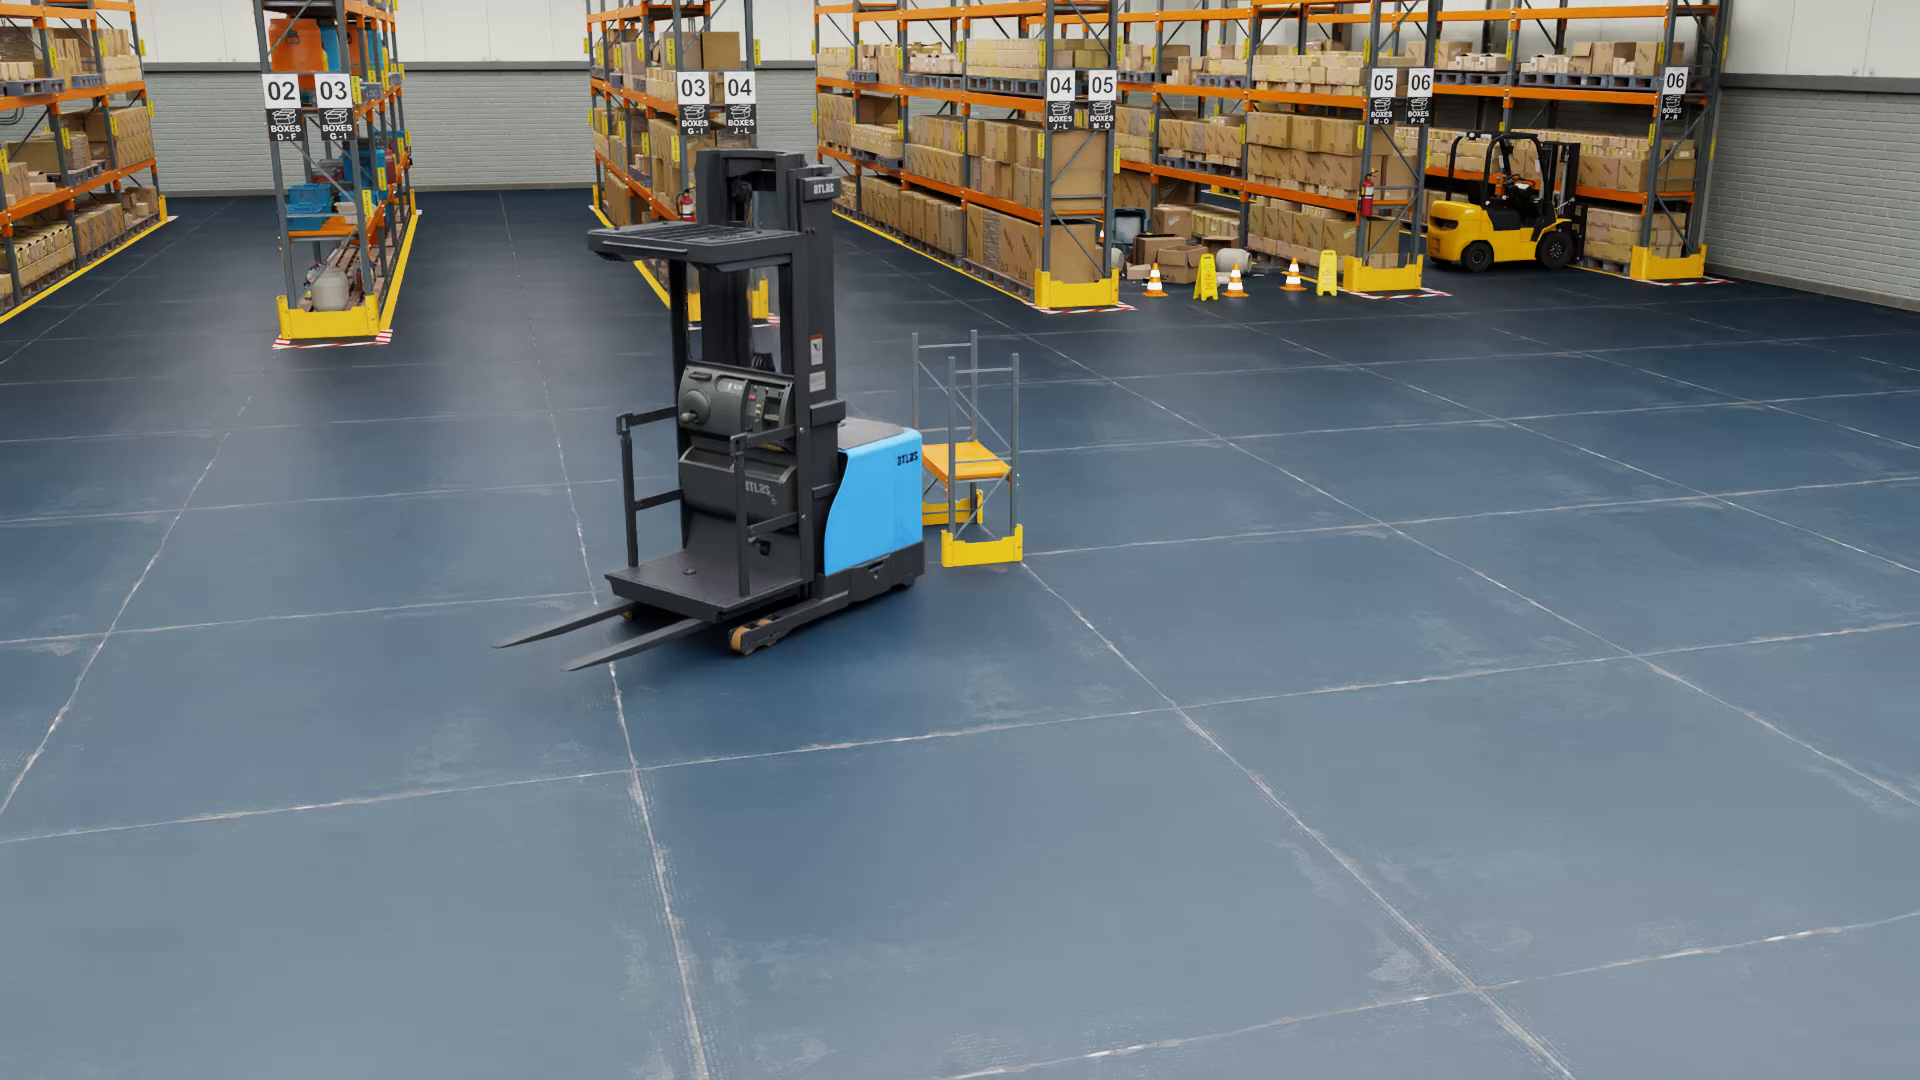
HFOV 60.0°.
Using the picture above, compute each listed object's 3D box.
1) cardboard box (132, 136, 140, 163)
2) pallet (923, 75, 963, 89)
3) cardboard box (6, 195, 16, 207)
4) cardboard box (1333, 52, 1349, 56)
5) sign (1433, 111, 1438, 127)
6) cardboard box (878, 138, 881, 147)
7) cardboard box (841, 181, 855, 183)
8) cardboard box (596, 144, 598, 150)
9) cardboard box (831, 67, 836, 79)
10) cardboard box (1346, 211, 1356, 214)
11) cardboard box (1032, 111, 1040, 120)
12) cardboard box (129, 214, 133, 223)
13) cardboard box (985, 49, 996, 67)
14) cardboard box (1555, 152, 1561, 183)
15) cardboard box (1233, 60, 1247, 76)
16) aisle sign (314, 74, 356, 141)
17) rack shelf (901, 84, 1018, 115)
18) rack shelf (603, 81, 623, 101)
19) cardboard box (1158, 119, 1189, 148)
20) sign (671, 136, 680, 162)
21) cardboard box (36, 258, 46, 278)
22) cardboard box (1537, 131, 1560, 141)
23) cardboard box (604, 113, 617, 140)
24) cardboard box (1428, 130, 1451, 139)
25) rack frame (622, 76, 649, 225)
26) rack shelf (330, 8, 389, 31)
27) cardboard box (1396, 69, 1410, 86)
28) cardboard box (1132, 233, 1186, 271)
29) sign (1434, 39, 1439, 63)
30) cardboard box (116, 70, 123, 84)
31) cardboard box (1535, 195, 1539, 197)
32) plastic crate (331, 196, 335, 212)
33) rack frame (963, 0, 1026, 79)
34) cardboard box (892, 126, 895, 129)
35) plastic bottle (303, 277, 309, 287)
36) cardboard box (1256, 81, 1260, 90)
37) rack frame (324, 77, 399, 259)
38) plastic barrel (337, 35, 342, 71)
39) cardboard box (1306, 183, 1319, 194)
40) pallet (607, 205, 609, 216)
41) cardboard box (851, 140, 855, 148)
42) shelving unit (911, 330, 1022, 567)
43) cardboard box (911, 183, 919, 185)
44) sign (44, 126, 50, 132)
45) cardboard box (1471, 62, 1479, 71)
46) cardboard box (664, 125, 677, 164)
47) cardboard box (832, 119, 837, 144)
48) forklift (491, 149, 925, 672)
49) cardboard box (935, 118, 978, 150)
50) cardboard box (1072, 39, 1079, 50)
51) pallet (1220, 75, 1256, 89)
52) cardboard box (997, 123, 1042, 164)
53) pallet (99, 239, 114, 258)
[{"bbox_3d":[-16.277,-7.583,32.309,0.500,0.500,0.500,-5,17,-16],"label":"cardboard box"},{"bbox_3d":[-0.019,-7.855,28.503,1.003,0.211,1.213,-4,17,-13],"label":"pallet"},{"bbox_3d":[-13.827,-4.880,23.921,0.380,0.149,0.250,-5,17,-15],"label":"cardboard box"},{"bbox_3d":[7.987,-10.080,34.598,0.380,0.149,0.250,-5,17,-15],"label":"cardboard box"},{"bbox_3d":[9.479,-8.404,33.203,0.100,0.325,0.005,-5,17,-15],"label":"sign"},{"bbox_3d":[-1.349,-7.531,31.500,0.380,0.149,0.250,-5,17,-15],"label":"cardboard box"},{"bbox_3d":[-2.433,-7.652,35.903,0.380,0.149,0.250,-5,18,-17],"label":"cardboard box"},{"bbox_3d":[-7.629,-8.454,35.820,0.380,0.149,0.250,-5,17,-17],"label":"cardboard box"},{"bbox_3d":[-2.452,-9.994,35.556,0.500,0.250,0.500,-5,17,-16],"label":"cardboard box"},{"bbox_3d":[6.133,-4.977,26.553,0.500,0.500,0.500,-4,17,-14],"label":"cardboard box"},{"bbox_3d":[1.983,-9.853,38.129,0.500,0.500,0.500,-5,17,-17],"label":"cardboard box"},{"bbox_3d":[-16.134,-6.178,31.964,0.380,0.166,0.250,-5,17,-15],"label":"cardboard box"},{"bbox_3d":[0.687,-7.205,24.851,0.500,0.250,0.500,-5,17,-16],"label":"cardboard box"},{"bbox_3d":[10.216,-6.320,28.104,0.500,0.500,0.500,-5,17,-16],"label":"cardboard box"},{"bbox_3d":[4.974,-8.021,28.257,0.500,0.250,0.500,-5,17,-16],"label":"cardboard box"},{"bbox_3d":[-7.616,-5.272,20.269,0.394,0.787,0.004,-5,17,-15],"label":"aisle sign"},{"bbox_3d":[-0.007,-7.531,28.345,1.077,0.370,4.000,-5,17,-15],"label":"rack shelf"},{"bbox_3d":[-5.903,-8.273,30.816,1.077,0.370,4.000,-5,17,-15],"label":"rack shelf"},{"bbox_3d":[4.076,-7.660,31.318,0.500,0.500,0.500,-5,17,-17],"label":"cardboard box"},{"bbox_3d":[-3.694,-5.083,21.596,0.100,0.325,0.005,-5,17,-15],"label":"sign"},{"bbox_3d":[-13.937,-4.039,24.734,0.500,0.250,0.500,-5,18,-17],"label":"cardboard box"},{"bbox_3d":[10.057,-6.873,28.302,0.380,0.149,0.250,-4,17,-14],"label":"cardboard box"},{"bbox_3d":[-6.836,-8.270,33.210,0.500,0.500,0.500,-4,17,-14],"label":"cardboard box"},{"bbox_3d":[9.115,-7.696,31.556,0.380,0.149,0.250,-4,17,-14],"label":"cardboard box"},{"bbox_3d":[-5.354,-6.628,29.303,1.000,3.000,0.127,-5,17,-15],"label":"rack frame"},{"bbox_3d":[-10.666,-9.127,29.139,1.077,0.370,4.000,-5,17,-15],"label":"rack shelf"},{"bbox_3d":[6.491,-6.866,24.624,0.500,0.250,0.500,-5,17,-16],"label":"cardboard box"},{"bbox_3d":[3.191,-4.612,26.694,0.797,0.637,0.503,-5,17,-15],"label":"cardboard box"},{"bbox_3d":[6.895,-7.097,24.130,0.100,0.325,0.005,-5,17,-15],"label":"sign"},{"bbox_3d":[-16.144,-8.748,31.407,0.500,0.250,0.500,-5,17,-15],"label":"cardboard box"},{"bbox_3d":[10.367,-5.941,29.326,0.500,0.250,0.500,-4,17,-14],"label":"cardboard box"},{"bbox_3d":[-8.915,-4.631,23.022,0.450,0.188,0.662,-5,17,-15],"label":"plastic crate"},{"bbox_3d":[0.542,-8.759,25.968,1.000,3.000,0.127,-5,17,-15],"label":"rack frame"},{"bbox_3d":[-1.142,-8.150,33.043,0.380,0.149,0.250,-5,17,-15],"label":"cardboard box"},{"bbox_3d":[-8.893,-3.437,22.638,0.061,0.283,0.133,-4,17,-14],"label":"plastic bottle"},{"bbox_3d":[5.122,-7.514,27.477,0.380,0.149,0.250,-5,17,-16],"label":"cardboard box"},{"bbox_3d":[-10.116,-6.236,27.999,1.000,3.000,0.127,-5,17,-15],"label":"rack frame"},{"bbox_3d":[-9.545,-7.111,24.825,0.600,0.901,0.600,0,17,0],"label":"plastic barrel"},{"bbox_3d":[5.646,-5.513,26.028,0.380,0.149,0.250,-5,17,-16],"label":"cardboard box"},{"bbox_3d":[-6.926,-6.953,35.233,1.003,0.211,1.213,-5,17,-15],"label":"pallet"},{"bbox_3d":[-1.990,-8.034,33.690,0.380,0.149,0.250,-6,18,-18],"label":"cardboard box"},{"bbox_3d":[0.021,-0.697,12.166,0.587,1.500,1.083,-5,17,-15],"label":"shelving unit"},{"bbox_3d":[-0.653,-6.705,31.872,0.500,0.250,0.500,-5,17,-16],"label":"cardboard box"},{"bbox_3d":[-16.499,-7.322,30.108,0.100,0.325,0.005,-5,17,-15],"label":"sign"},{"bbox_3d":[9.451,-8.544,30.000,0.380,0.149,0.250,-5,17,-15],"label":"cardboard box"},{"bbox_3d":[-3.822,-5.493,23.096,0.500,0.500,0.500,-5,17,-15],"label":"cardboard box"},{"bbox_3d":[-2.458,-8.826,35.930,0.500,0.500,0.500,-5,17,-17],"label":"cardboard box"},{"bbox_3d":[-1.536,-0.865,10.237,1.130,2.935,3.031,12,21,36],"label":"forklift"},{"bbox_3d":[-0.019,-6.971,28.533,0.700,0.500,0.500,-5,17,-16],"label":"cardboard box"},{"bbox_3d":[1.788,-6.913,23.185,0.380,0.149,0.250,-5,17,-15],"label":"cardboard box"},{"bbox_3d":[5.207,-7.831,28.419,1.213,0.211,1.003,-5,17,-15],"label":"pallet"},{"bbox_3d":[1.043,-5.921,24.811,0.875,0.550,0.500,-5,17,-15],"label":"cardboard box"},{"bbox_3d":[-15.380,-5.056,28.919,1.003,0.211,1.213,-5,17,-15],"label":"pallet"}]
